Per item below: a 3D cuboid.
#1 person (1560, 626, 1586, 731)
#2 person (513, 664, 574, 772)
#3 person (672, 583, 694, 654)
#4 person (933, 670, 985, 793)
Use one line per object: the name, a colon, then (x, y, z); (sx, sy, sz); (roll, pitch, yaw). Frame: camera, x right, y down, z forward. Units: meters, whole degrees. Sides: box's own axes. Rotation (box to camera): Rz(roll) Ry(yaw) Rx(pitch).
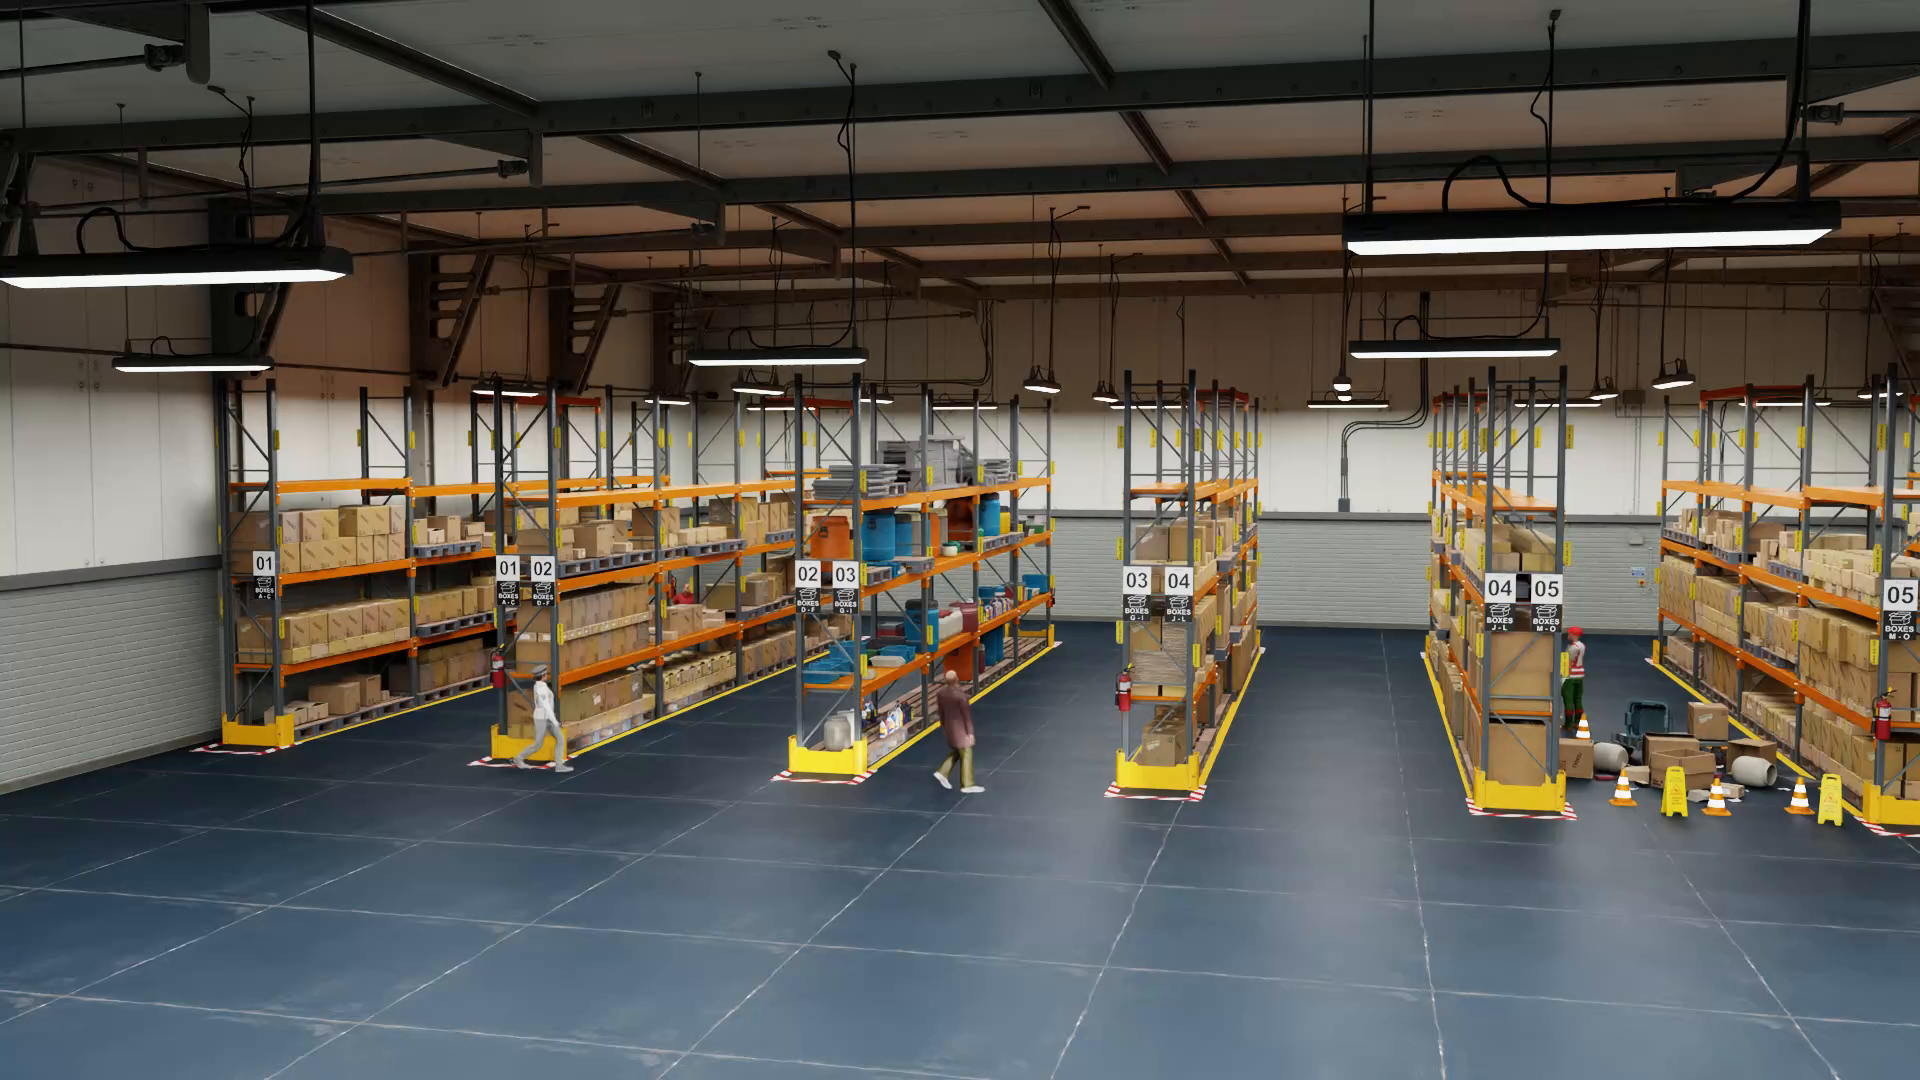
person: (10.567, 2.387, 28.762); (0.594, 1.800, 0.450); (-2, 4, -29)
person: (-6.254, 2.676, 24.976); (0.905, 1.629, 0.467); (1, 4, 12)
person: (-6.351, 1.860, 38.599); (0.742, 1.716, 0.995); (1, 4, 13)
person: (-0.020, 2.716, 23.672); (0.654, 1.769, 0.655); (-2, 4, -35)
